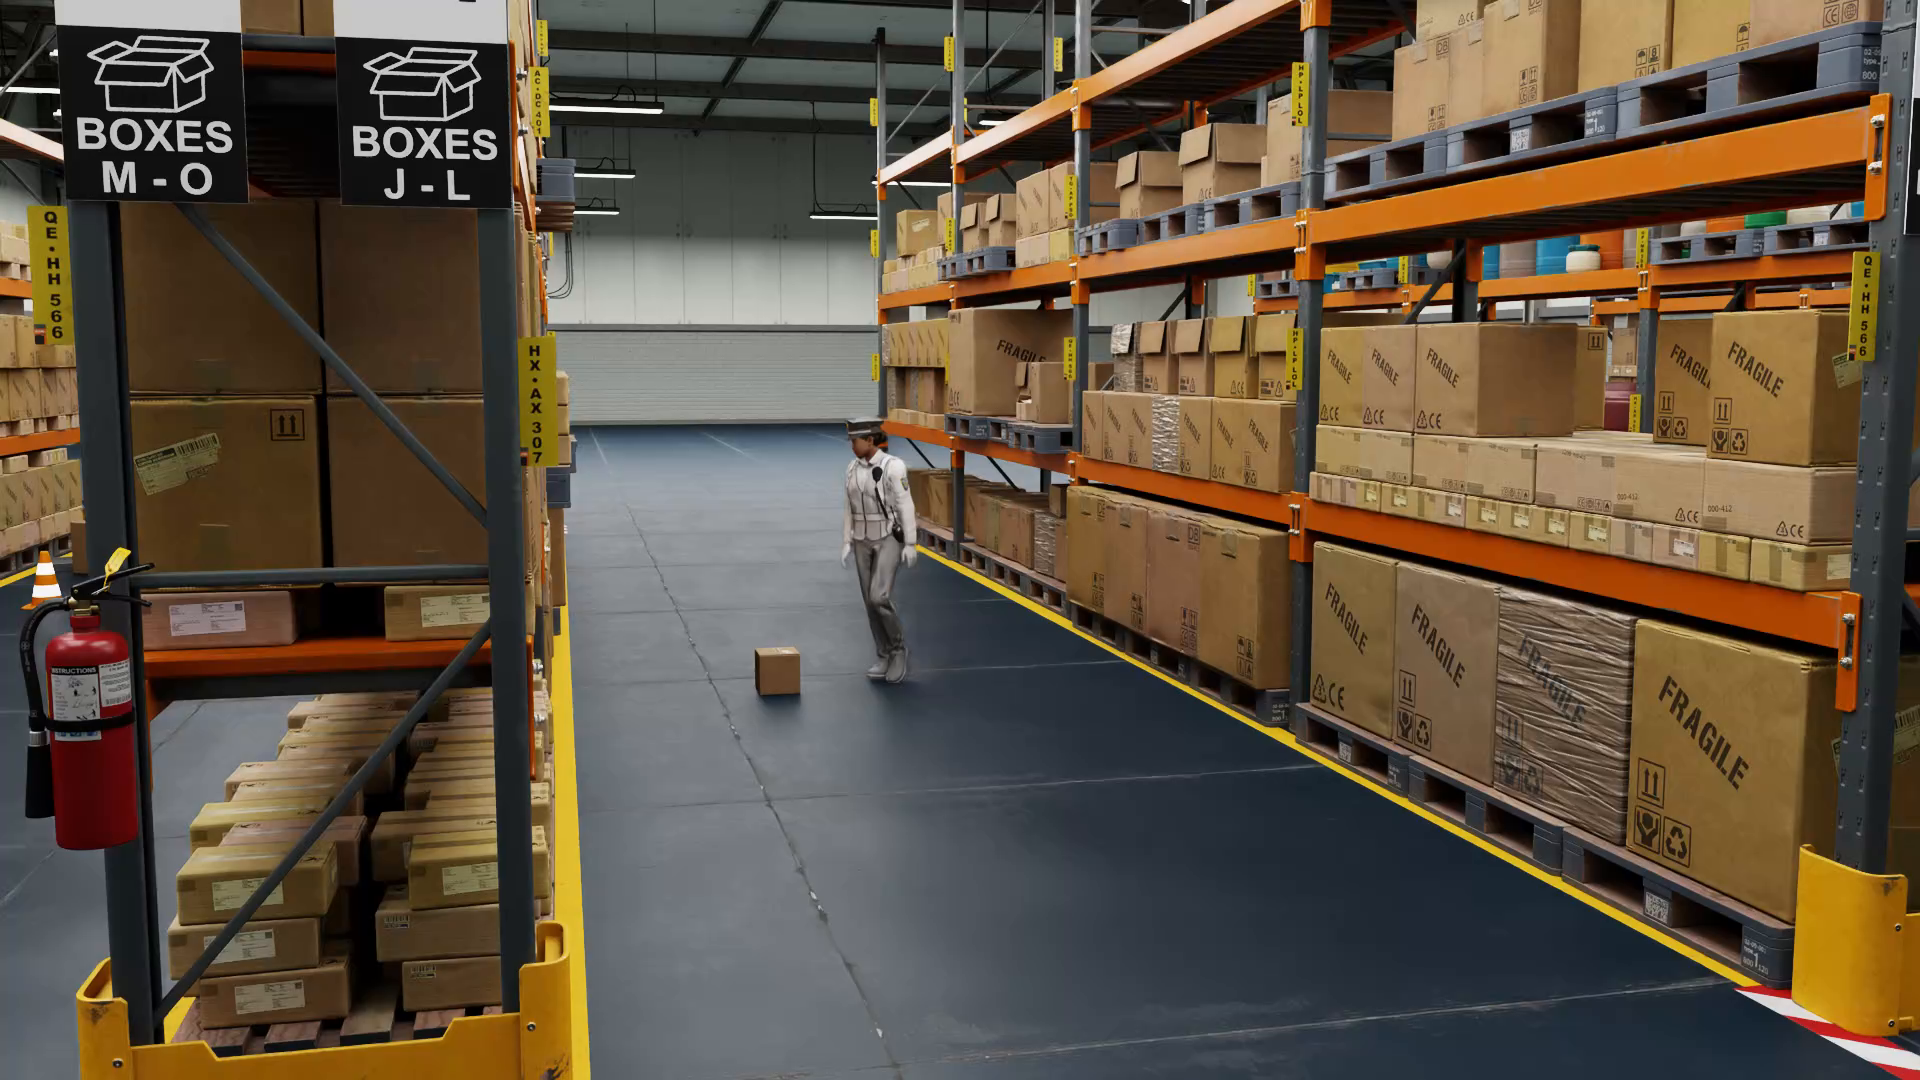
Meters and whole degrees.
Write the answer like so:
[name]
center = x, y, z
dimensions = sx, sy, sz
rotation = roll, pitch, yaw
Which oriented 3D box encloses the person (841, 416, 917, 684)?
[person]
center = -0.547, 0.064, 10.548
dimensions = 0.540, 1.695, 0.404
rotation = 4, 8, 34
